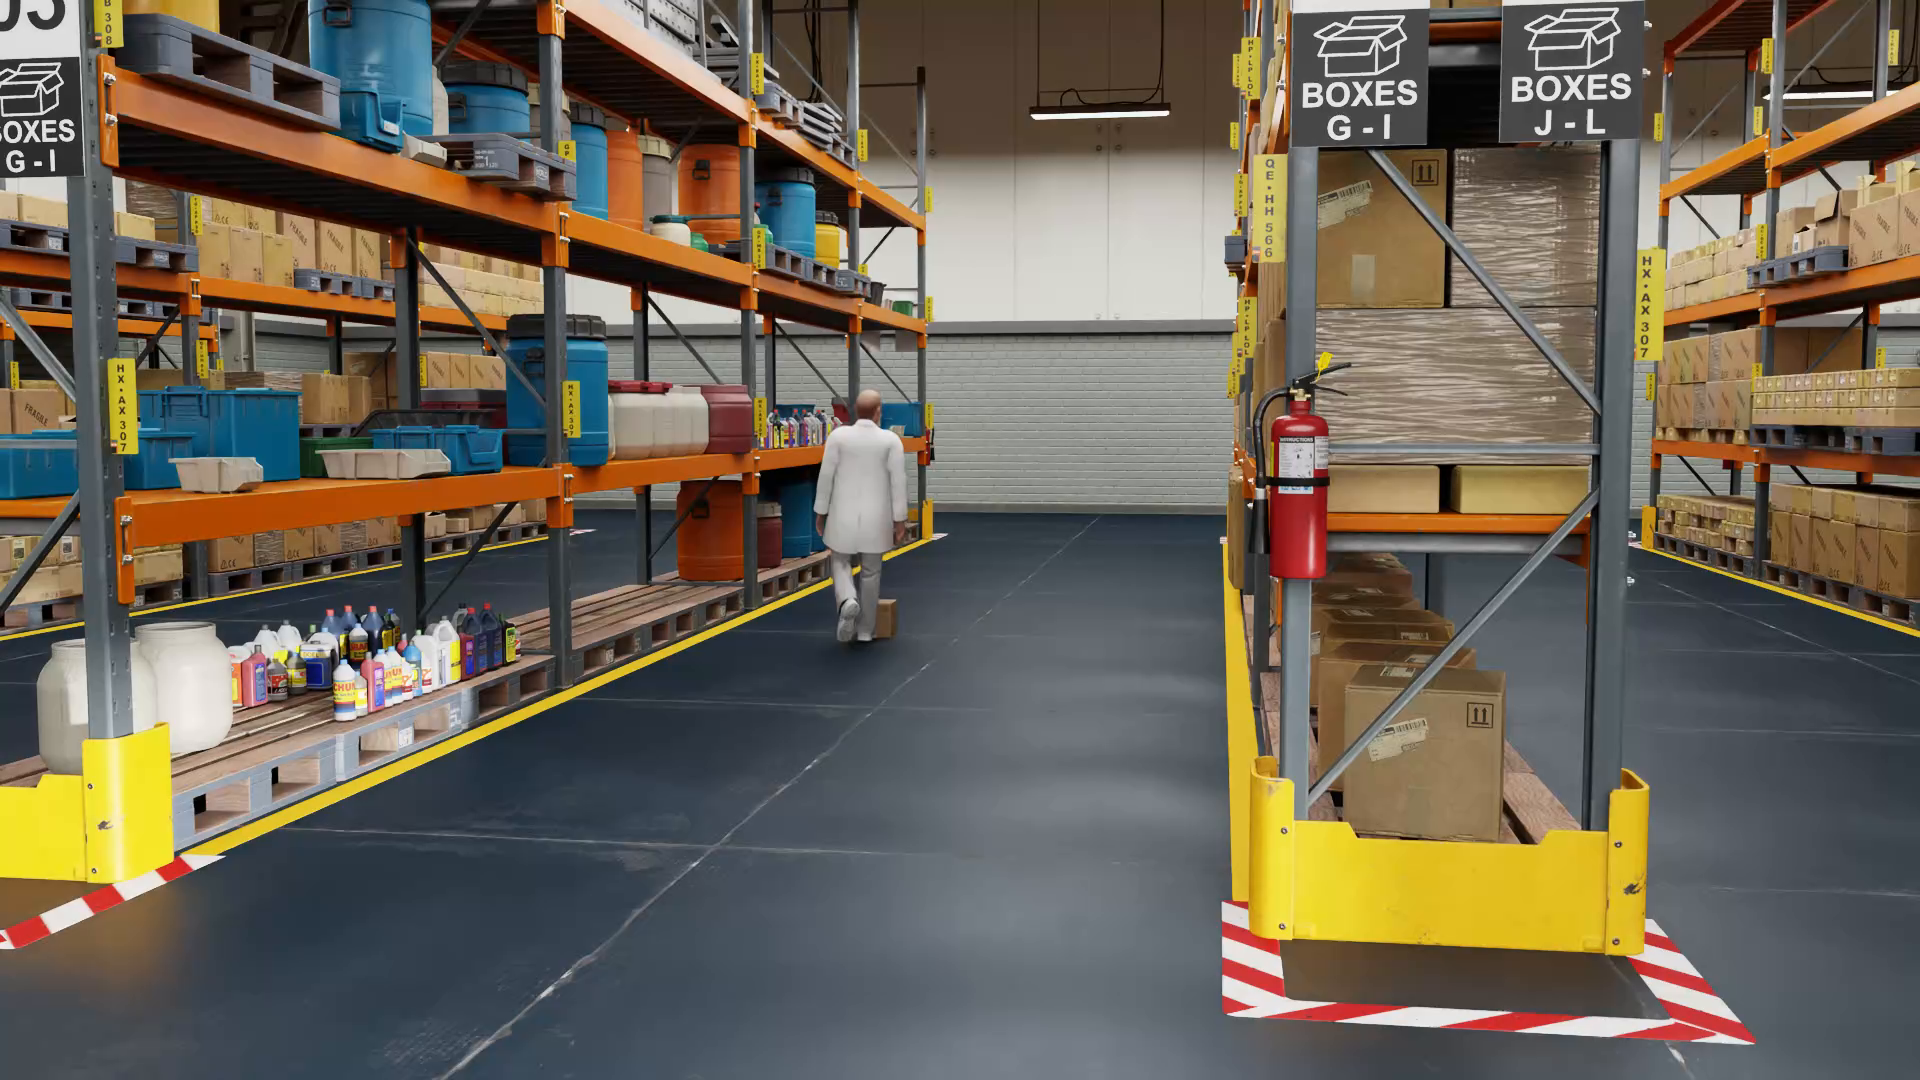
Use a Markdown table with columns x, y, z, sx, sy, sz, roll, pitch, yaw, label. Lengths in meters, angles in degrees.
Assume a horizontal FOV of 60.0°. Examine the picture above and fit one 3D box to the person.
| x | y | z | sx | sy | sz | roll | pitch | yaw | label |
| --- | --- | --- | --- | --- | --- | --- | --- | --- | --- |
| -0.690 | -0.162 | 11.638 | 0.657 | 1.767 | 0.691 | 0 | 4 | 0 | person |
